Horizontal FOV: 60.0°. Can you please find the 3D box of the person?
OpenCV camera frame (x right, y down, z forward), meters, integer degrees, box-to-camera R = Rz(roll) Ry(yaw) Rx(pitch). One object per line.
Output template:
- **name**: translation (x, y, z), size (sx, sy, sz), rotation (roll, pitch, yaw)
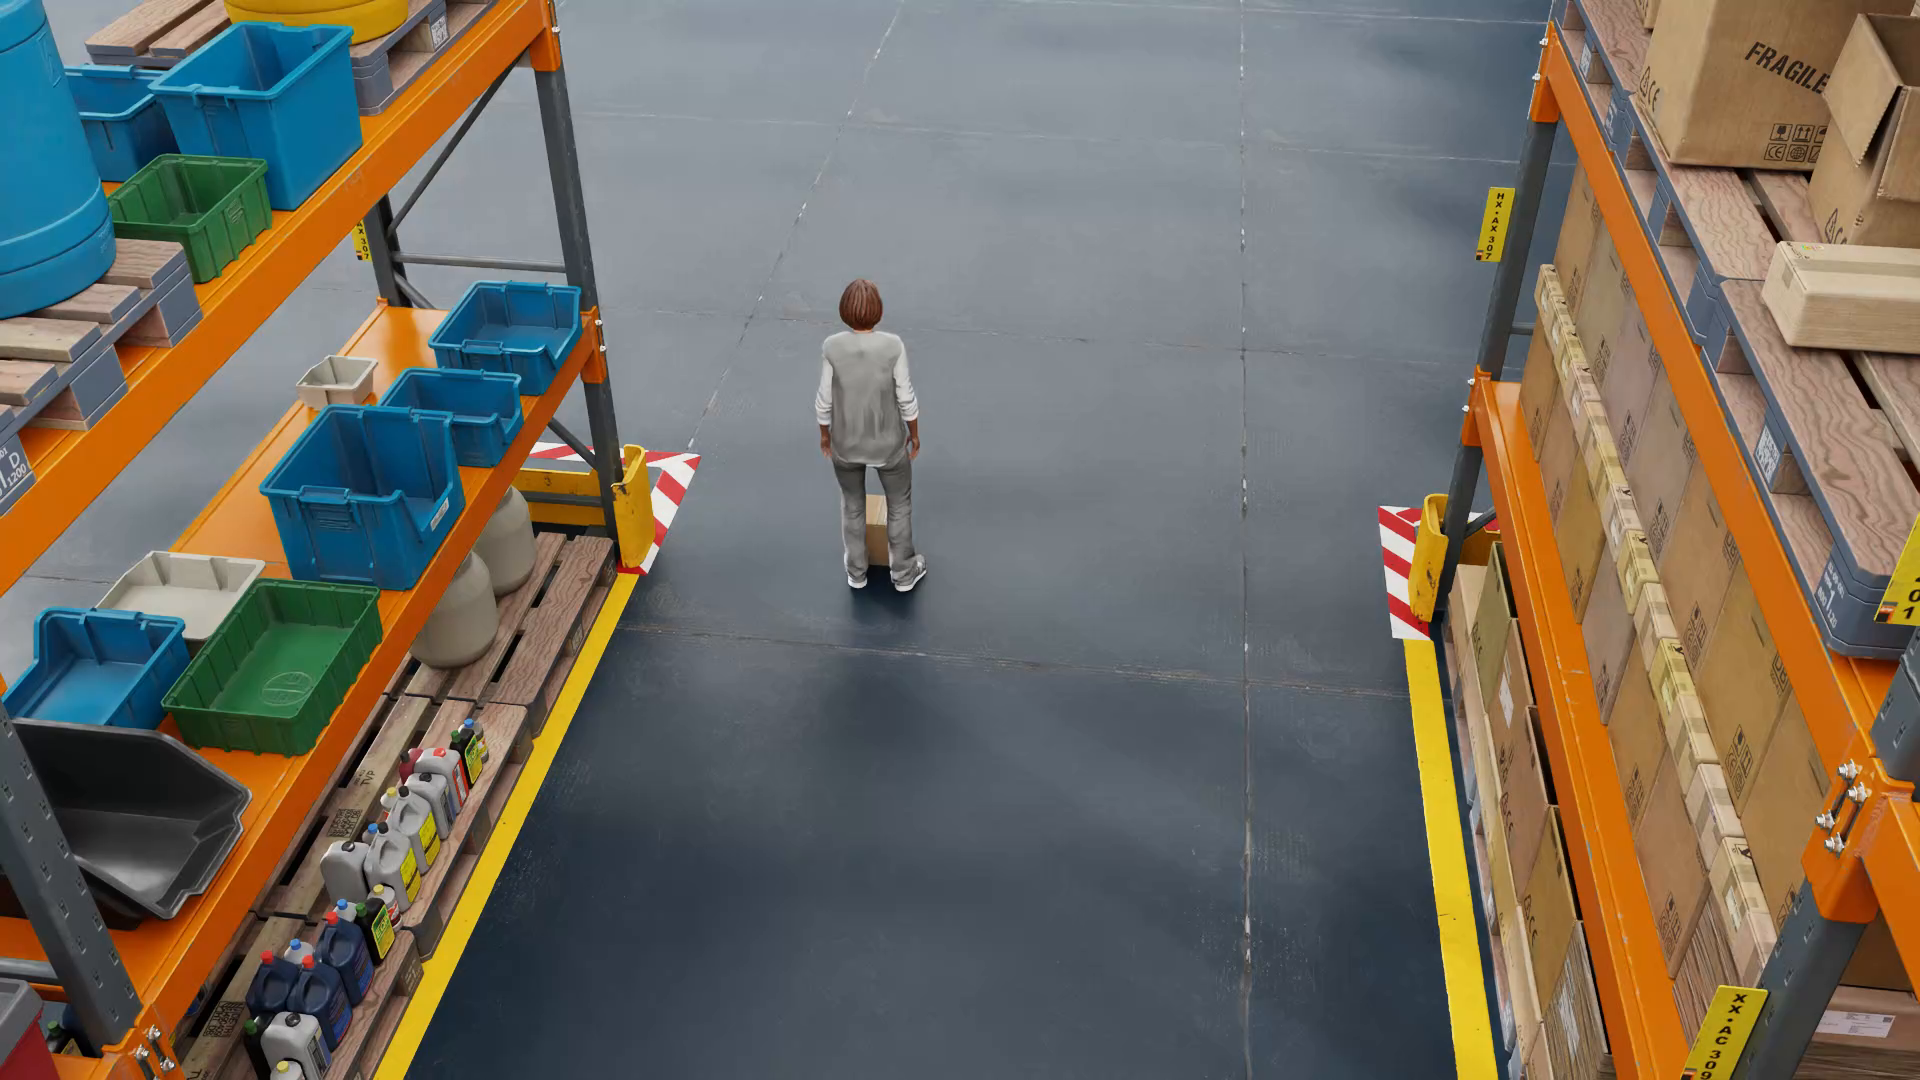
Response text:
- **person**: translation (-0.412, -0.447, 7.646), size (0.484, 1.594, 0.342), rotation (3, 37, 4)
